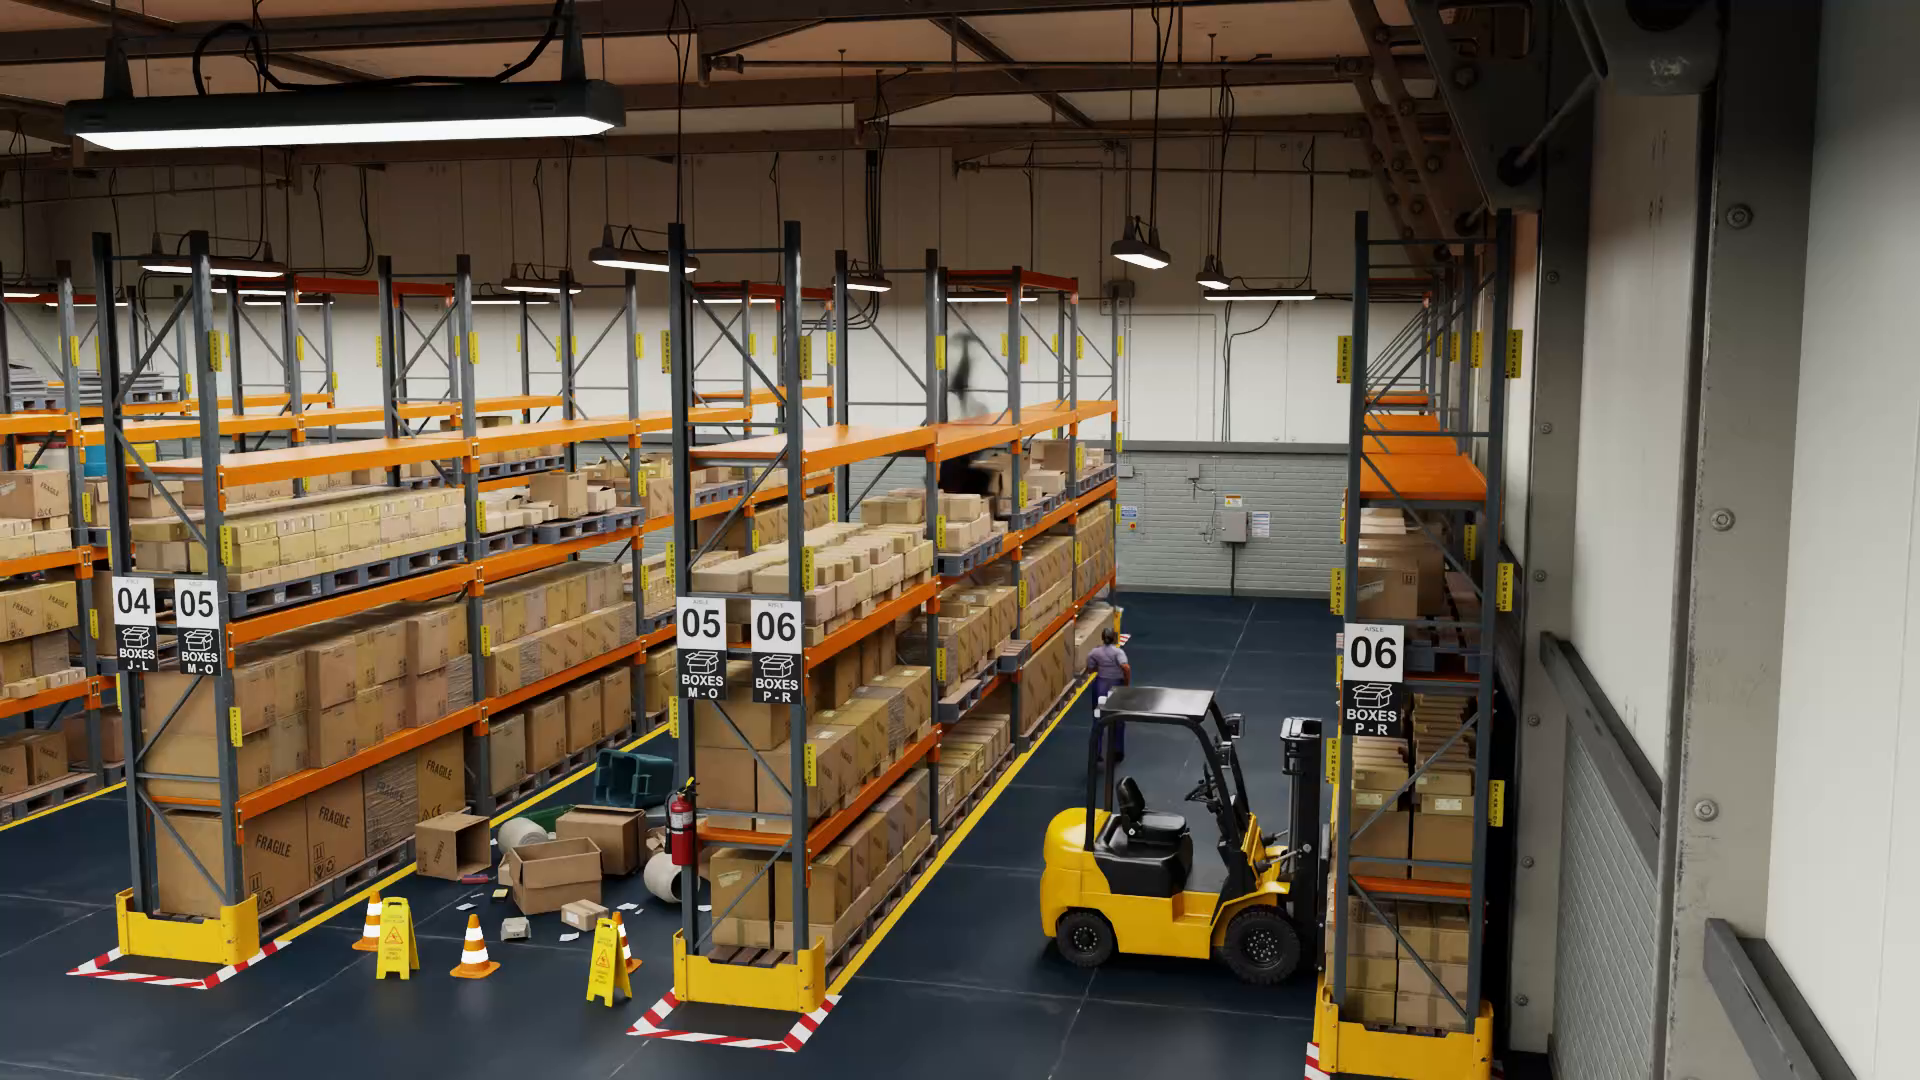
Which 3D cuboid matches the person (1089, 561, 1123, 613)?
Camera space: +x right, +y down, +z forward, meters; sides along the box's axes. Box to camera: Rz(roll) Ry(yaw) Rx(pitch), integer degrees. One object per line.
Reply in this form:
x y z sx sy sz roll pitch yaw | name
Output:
2.563 0.761 29.173 0.709 1.763 0.725 5 9 36 | person

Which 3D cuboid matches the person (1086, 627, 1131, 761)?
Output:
1.802 1.891 20.168 0.587 1.693 0.836 2 7 14 | person
